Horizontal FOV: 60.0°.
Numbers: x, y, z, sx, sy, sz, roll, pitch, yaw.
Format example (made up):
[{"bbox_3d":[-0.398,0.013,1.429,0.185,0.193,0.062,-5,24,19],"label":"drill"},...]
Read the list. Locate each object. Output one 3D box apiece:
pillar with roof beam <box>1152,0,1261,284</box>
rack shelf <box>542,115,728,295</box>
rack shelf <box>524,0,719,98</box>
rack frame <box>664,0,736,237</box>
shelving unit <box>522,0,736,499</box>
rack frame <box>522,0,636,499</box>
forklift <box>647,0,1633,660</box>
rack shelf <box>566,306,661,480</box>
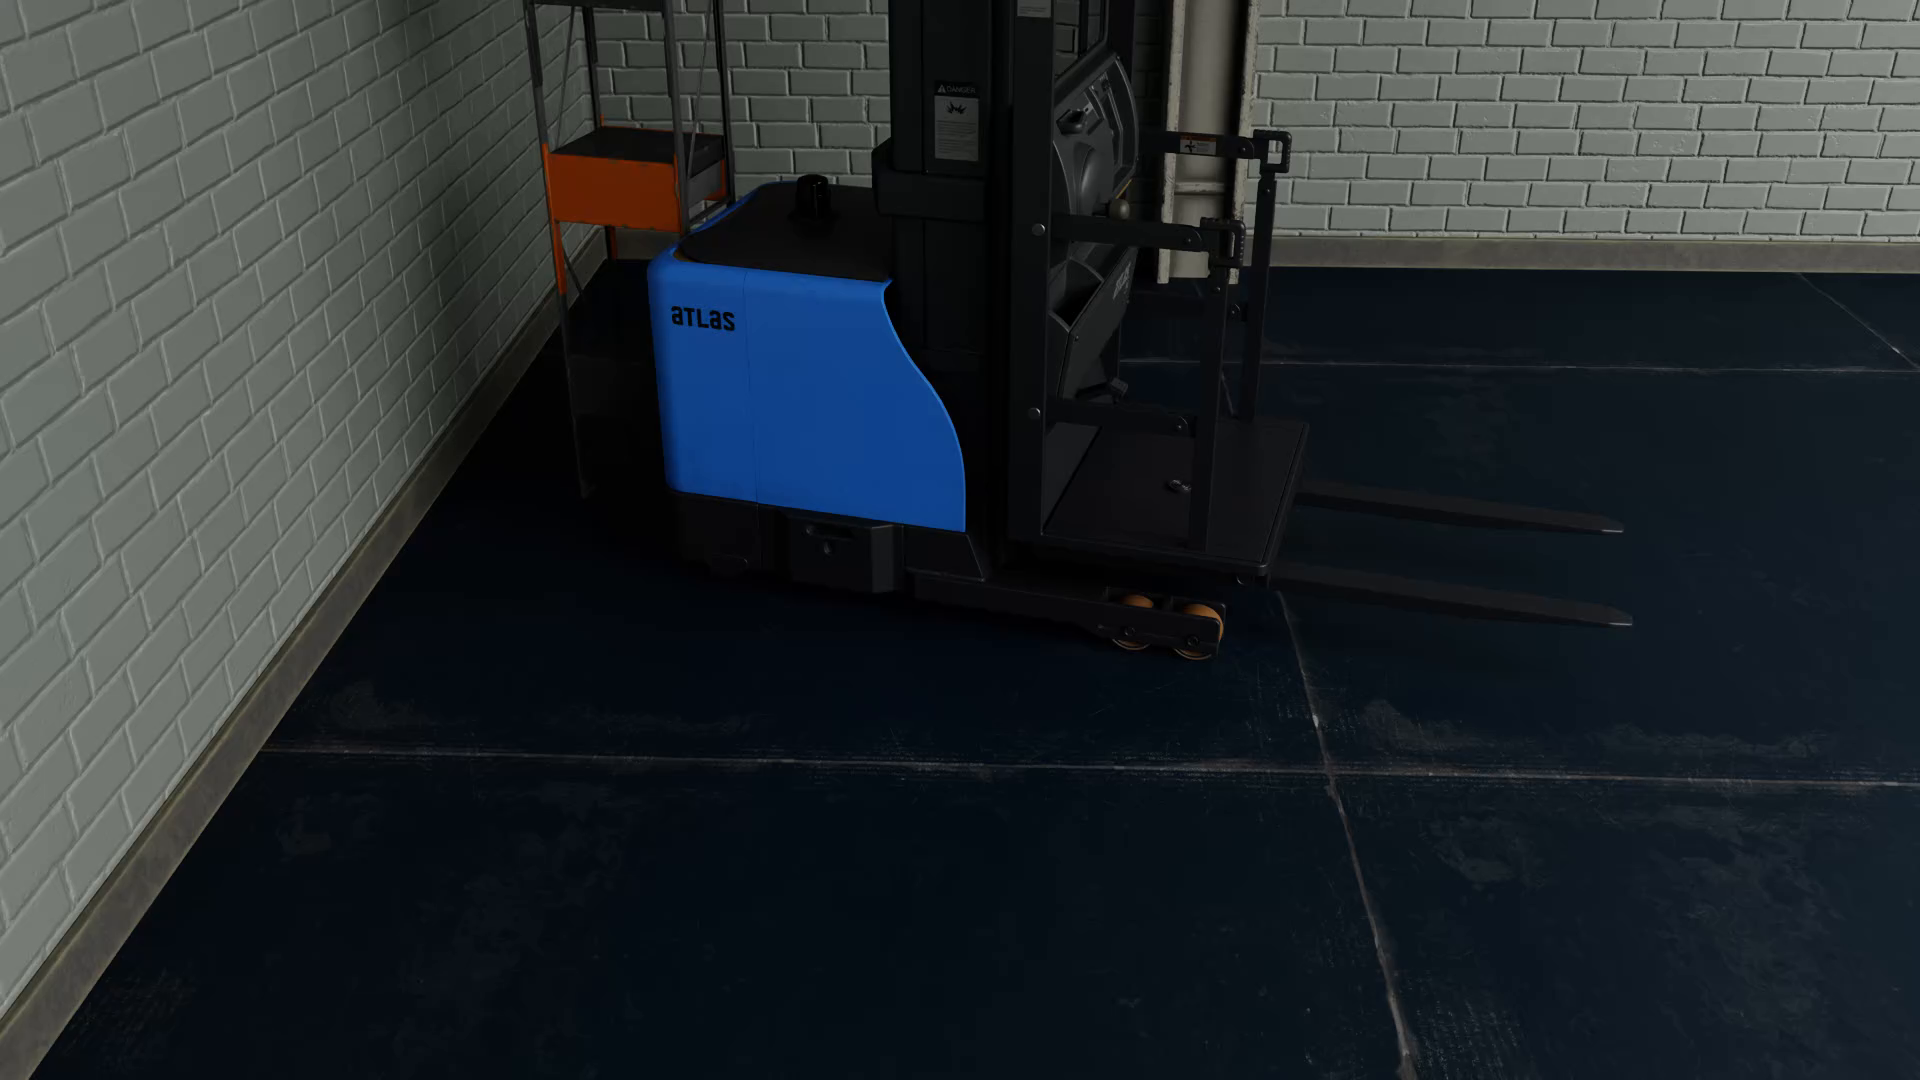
[{"bbox_3d":[1.010,-3.284,2.337,0.400,9.000,9.100,1,28,2],"label":"pillar with roof beam"},{"bbox_3d":[-1.075,-1.123,5.655,0.480,0.518,0.431,8,29,15],"label":"rack shelf"},{"bbox_3d":[-1.075,-1.741,5.327,0.480,0.518,0.431,8,29,15],"label":"rack shelf"},{"bbox_3d":[-0.842,-1.101,5.585,0.015,2.100,0.400,8,29,15],"label":"rack frame"},{"bbox_3d":[-1.075,-1.135,5.649,0.503,2.100,0.431,8,29,15],"label":"shelving unit"},{"bbox_3d":[-1.309,-1.168,5.712,0.015,2.100,0.400,8,29,15],"label":"rack frame"},{"bbox_3d":[0.596,-1.209,4.901,3.031,2.935,1.130,8,29,15],"label":"forklift"},{"bbox_3d":[-1.075,-0.504,5.983,0.480,0.518,0.431,8,29,15],"label":"rack shelf"}]
